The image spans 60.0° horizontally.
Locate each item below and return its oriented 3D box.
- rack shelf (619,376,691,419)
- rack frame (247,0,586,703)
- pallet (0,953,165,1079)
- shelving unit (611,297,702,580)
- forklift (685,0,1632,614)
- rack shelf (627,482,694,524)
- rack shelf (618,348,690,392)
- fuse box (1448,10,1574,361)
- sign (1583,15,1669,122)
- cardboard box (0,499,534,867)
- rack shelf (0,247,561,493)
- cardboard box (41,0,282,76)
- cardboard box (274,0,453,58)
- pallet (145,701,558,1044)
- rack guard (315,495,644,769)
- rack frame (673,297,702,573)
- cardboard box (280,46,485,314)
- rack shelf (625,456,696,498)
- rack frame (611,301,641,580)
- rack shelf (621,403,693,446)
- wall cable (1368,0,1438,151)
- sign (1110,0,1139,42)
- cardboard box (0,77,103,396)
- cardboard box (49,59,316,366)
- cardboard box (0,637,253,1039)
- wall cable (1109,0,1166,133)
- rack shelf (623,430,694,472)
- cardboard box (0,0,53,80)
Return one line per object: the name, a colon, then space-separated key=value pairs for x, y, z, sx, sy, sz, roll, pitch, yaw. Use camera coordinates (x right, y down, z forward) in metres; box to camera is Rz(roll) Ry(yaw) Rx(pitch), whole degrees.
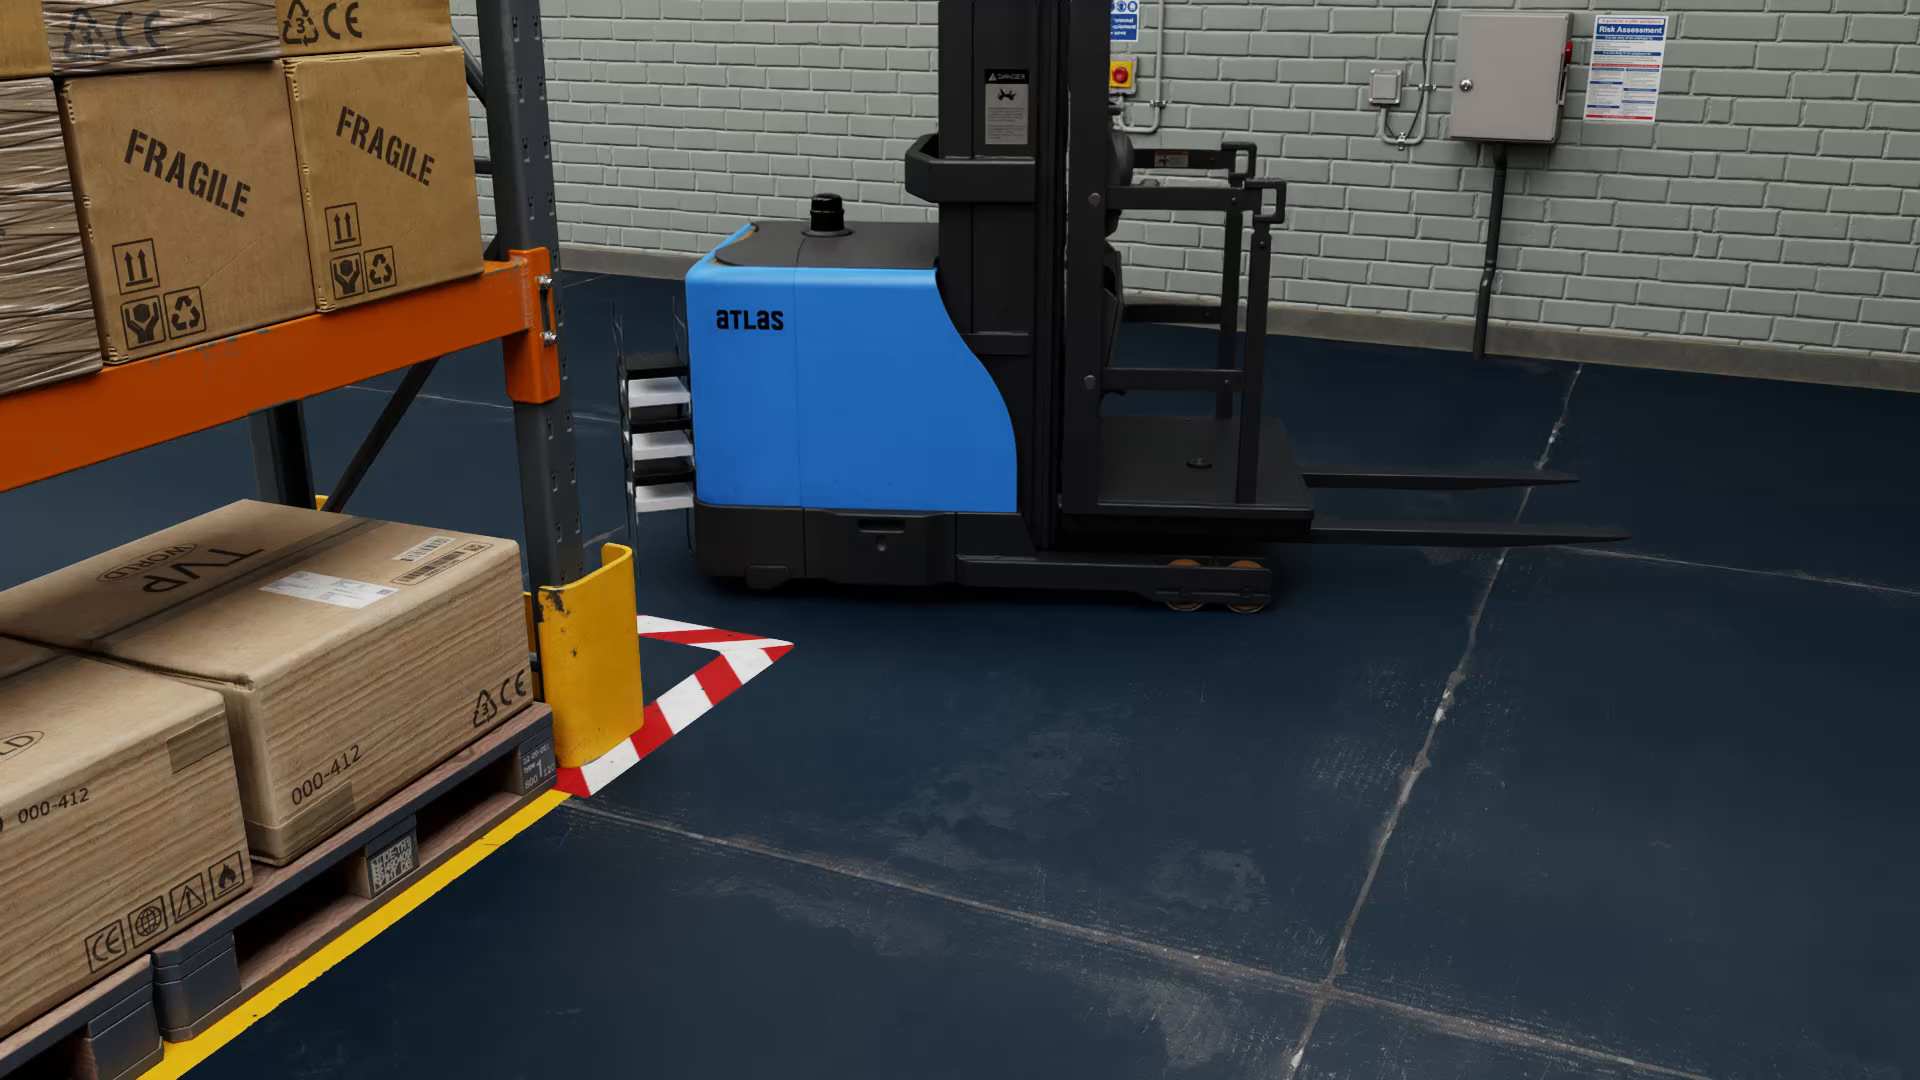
rack shelf: x=-1.015 y=-0.478 z=5.518 sx=0.200 sy=0.077 sz=0.258 roll=-6 pitch=21 yaw=-17
rack frame: x=-1.457 y=-0.940 z=4.135 sx=1.000 sy=3.000 sz=0.127 roll=9 pitch=21 yaw=23
pallet: x=-2.214 y=1.001 z=2.840 sx=1.003 sy=0.211 sz=1.213 roll=9 pitch=21 yaw=23
shelving unit: x=-1.015 y=-0.340 z=5.568 sx=0.210 sy=0.900 sz=0.258 roll=-6 pitch=21 yaw=-17
forklift: x=0.672 y=-1.332 z=5.339 sx=3.031 sy=2.935 sz=1.130 roll=2 pitch=20 yaw=4
rack shelf: x=-1.014 y=-0.139 z=5.639 sx=0.200 sy=0.077 sz=0.258 roll=-6 pitch=21 yaw=-17
rack shelf: x=-1.015 y=-0.563 z=5.488 sx=0.200 sy=0.077 sz=0.258 roll=-6 pitch=21 yaw=-17
fuse box: x=2.688 y=-1.727 z=8.271 sx=0.539 sy=1.711 sz=0.414 roll=9 pitch=21 yaw=23
sign: x=3.223 y=-2.285 z=8.058 sx=0.329 sy=0.494 sz=0.001 roll=9 pitch=21 yaw=23
cardboard box: x=-1.636 y=0.285 z=3.888 sx=0.875 sy=0.438 sz=0.875 roll=8 pitch=21 yaw=21
rack shelf: x=-2.276 y=0.011 z=2.536 sx=1.077 sy=0.370 sz=4.000 roll=9 pitch=21 yaw=23
cardboard box: x=-1.624 y=-1.114 z=2.984 sx=0.500 sy=0.500 sz=0.500 roll=9 pitch=21 yaw=23
cardboard box: x=-1.437 y=-1.278 z=3.444 sx=0.500 sy=0.500 sz=0.500 roll=9 pitch=22 yaw=24
pallet: x=-1.713 y=0.629 z=3.885 sx=1.003 sy=0.211 sz=1.213 roll=9 pitch=21 yaw=23
rack guard: x=-1.447 y=0.231 z=4.574 sx=1.175 sy=0.500 sz=0.348 roll=9 pitch=21 yaw=23
rack frame: x=-0.918 y=-0.351 z=5.598 sx=0.006 sy=0.900 sz=0.240 roll=-6 pitch=21 yaw=-17
cardboard box: x=-1.413 y=-0.803 z=3.601 sx=0.500 sy=0.500 sz=0.500 roll=9 pitch=21 yaw=23
rack shelf: x=-1.015 y=-0.224 z=5.609 sx=0.200 sy=0.077 sz=0.258 roll=-6 pitch=21 yaw=-17
rack frame: x=-1.111 y=-0.329 z=5.538 sx=0.006 sy=0.900 sz=0.240 roll=-6 pitch=21 yaw=-17
rack shelf: x=-1.015 y=-0.393 z=5.549 sx=0.200 sy=0.077 sz=0.258 roll=-6 pitch=21 yaw=-17
wall cable: x=2.130 y=-2.954 z=8.283 sx=0.588 sy=1.984 sz=0.122 roll=9 pitch=21 yaw=23
sign: x=0.812 y=-2.819 z=9.017 sx=0.327 sy=0.218 sz=0.001 roll=9 pitch=21 yaw=23
cardboard box: x=-1.834 y=-0.493 z=2.730 sx=0.500 sy=0.500 sz=0.500 roll=9 pitch=22 yaw=24
cardboard box: x=-1.632 y=-0.652 z=3.176 sx=0.500 sy=0.500 sz=0.500 roll=8 pitch=21 yaw=22
cardboard box: x=-2.003 y=0.566 z=3.098 sx=0.875 sy=0.438 sz=0.875 roll=9 pitch=22 yaw=24
wall cable: x=0.831 y=-3.160 z=8.815 sx=0.585 sy=1.953 sz=0.123 roll=9 pitch=21 yaw=23
rack shelf: x=-1.015 y=-0.308 z=5.579 sx=0.200 sy=0.077 sz=0.258 roll=-6 pitch=21 yaw=-17
cardboard box: x=-1.829 y=-0.963 z=2.560 sx=0.500 sy=0.500 sz=0.500 roll=8 pitch=21 yaw=22
